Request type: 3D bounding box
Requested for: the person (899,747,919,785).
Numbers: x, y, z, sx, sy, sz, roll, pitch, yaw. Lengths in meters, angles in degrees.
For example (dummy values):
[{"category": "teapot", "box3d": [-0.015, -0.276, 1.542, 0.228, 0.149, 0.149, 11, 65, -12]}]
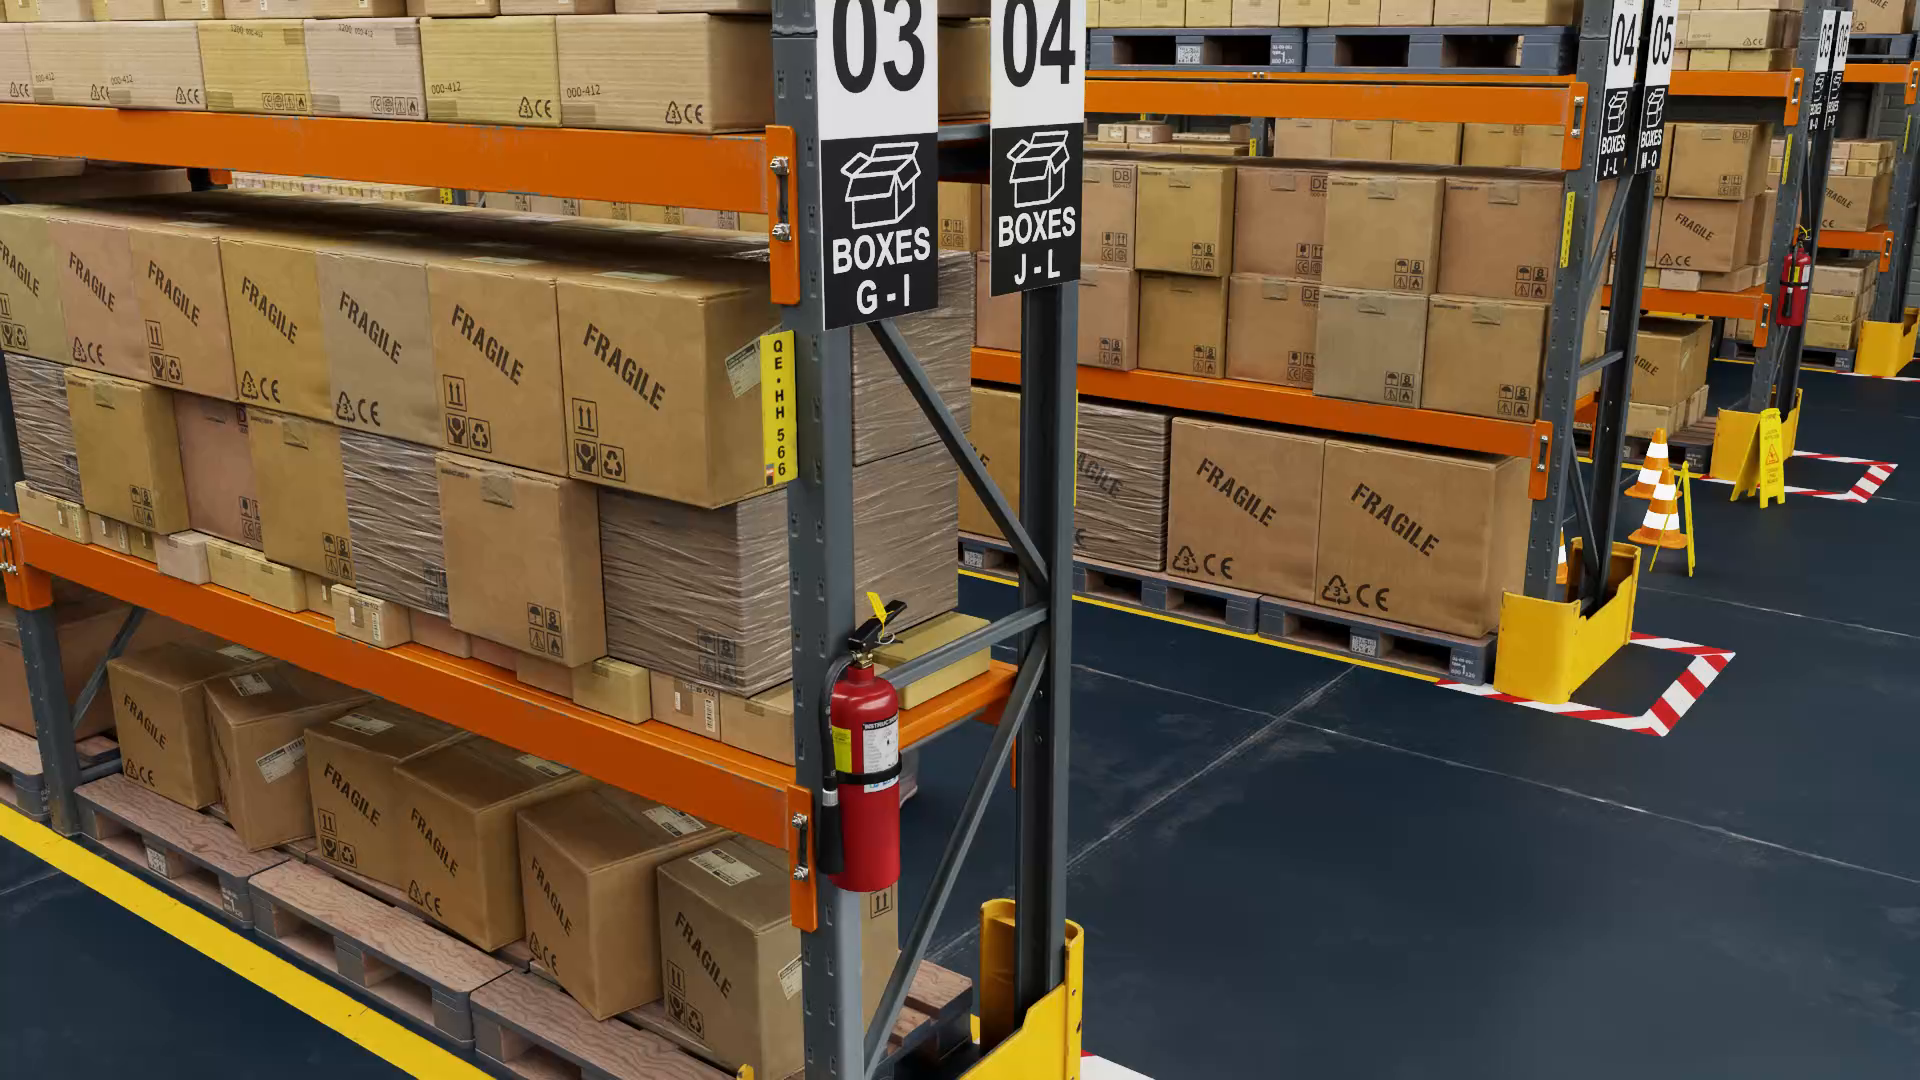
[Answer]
[{"category": "person", "box3d": [-0.349, 0.240, 6.641, 0.449, 1.576, 0.519, 12, 20, 35]}]
